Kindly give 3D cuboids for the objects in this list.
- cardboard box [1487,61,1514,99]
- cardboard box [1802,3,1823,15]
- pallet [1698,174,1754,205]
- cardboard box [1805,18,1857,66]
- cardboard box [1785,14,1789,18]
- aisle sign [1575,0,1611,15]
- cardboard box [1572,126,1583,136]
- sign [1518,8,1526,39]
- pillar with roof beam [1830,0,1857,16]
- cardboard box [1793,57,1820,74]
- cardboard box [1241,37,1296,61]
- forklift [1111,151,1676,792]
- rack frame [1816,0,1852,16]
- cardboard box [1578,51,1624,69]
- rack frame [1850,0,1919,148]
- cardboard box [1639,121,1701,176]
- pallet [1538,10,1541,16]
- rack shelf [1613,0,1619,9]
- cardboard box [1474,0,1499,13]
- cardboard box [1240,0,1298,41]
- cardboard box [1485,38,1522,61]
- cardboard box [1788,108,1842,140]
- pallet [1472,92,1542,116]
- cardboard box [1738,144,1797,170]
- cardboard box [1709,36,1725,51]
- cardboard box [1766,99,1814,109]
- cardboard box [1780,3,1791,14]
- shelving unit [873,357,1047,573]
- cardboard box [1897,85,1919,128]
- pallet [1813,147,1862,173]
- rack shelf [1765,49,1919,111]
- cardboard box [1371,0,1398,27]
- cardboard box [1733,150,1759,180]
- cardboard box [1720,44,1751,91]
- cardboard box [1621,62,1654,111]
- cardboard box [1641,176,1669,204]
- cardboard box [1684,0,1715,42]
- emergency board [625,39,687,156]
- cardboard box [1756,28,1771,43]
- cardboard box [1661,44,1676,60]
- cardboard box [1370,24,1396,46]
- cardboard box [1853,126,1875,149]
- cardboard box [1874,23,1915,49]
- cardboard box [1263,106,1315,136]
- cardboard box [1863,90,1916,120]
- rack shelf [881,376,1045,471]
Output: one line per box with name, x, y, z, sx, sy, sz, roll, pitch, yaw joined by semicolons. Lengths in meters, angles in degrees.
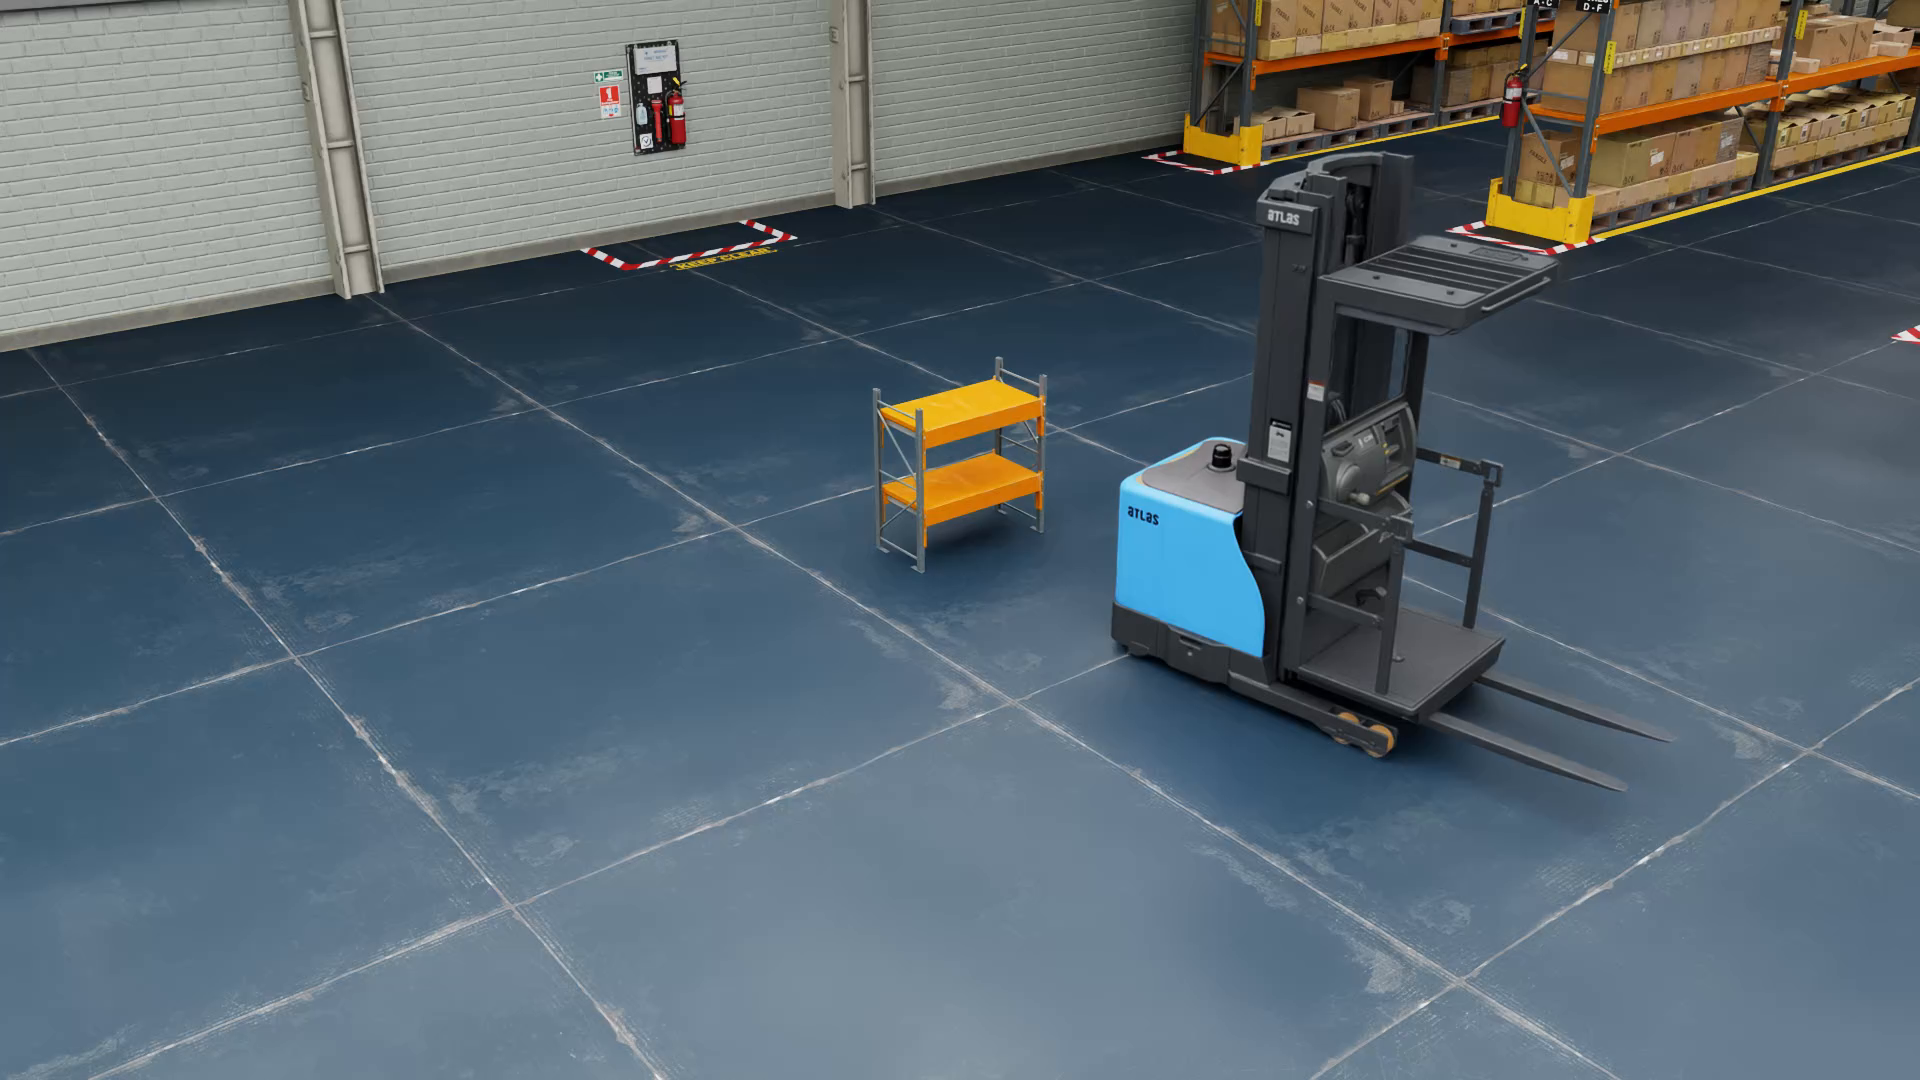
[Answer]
cardboard box;7.965;-7.051;25.327;0.500;0.500;0.700;-18;30;-33
cardboard box;15.358;-9.612;30.097;0.250;0.149;0.380;-17;30;-33
pallet;9.002;-4.421;20.526;1.213;0.211;1.003;-18;31;-34
cardboard box;11.077;-6.385;21.326;0.500;0.500;0.500;-18;30;-34
cardboard box;14.759;-9.217;30.017;0.500;0.500;0.700;-19;31;-36
aisle sign;6.643;-5.900;17.313;0.004;0.787;0.394;-18;31;-34
cardboard box;7.522;-4.626;19.531;0.500;0.500;0.500;-18;31;-34
sign;6.182;-5.656;18.217;0.005;0.325;0.100;-18;31;-34
pillar with roof beam;20.284;-12.919;28.397;0.400;9.000;9.100;-18;31;-34
cardboard box;10.477;-5.927;20.757;0.250;0.149;0.380;-18;31;-34
cardboard box;4.026;-6.442;21.723;0.500;0.250;0.500;-19;31;-35
forklift;2.329;-0.433;8.701;3.031;2.935;1.130;21;32;37
rack frame;16.037;-10.636;30.605;0.127;3.000;1.000;-18;31;-34
cardboard box;6.947;-5.210;18.024;0.250;0.149;0.380;-19;31;-34
rack frame;12.801;-6.918;22.593;0.127;3.000;1.000;-18;31;-34
cardboard box;8.247;-4.578;19.427;0.500;0.500;0.500;-18;31;-34
pallet;9.246;-8.251;25.692;1.003;0.211;1.213;-18;31;-34
rack shelf;8.080;-6.394;18.755;4.000;0.370;1.077;-18;31;-34
cardboard box;7.460;-8.028;24.342;0.500;0.500;0.700;-15;29;-29
cardboard box;4.007;-6.786;21.571;0.500;0.500;0.500;-18;31;-34
cardboard box;8.318;-7.497;25.397;0.500;0.250;0.500;-18;31;-34
cardboard box;10.936;-5.365;21.347;0.500;0.311;0.500;-19;31;-36
pallet;8.166;-6.775;25.598;1.213;0.211;1.003;-18;31;-34
cardboard box;10.124;-4.845;20.893;0.500;0.250;0.500;-19;31;-35
cardboard box;8.572;-5.748;19.182;0.250;0.149;0.380;-17;30;-33
cardboard box;10.993;-5.672;22.010;0.500;0.311;0.500;-19;31;-35
cardboard box;14.927;-9.674;30.231;0.250;0.149;0.380;-18;30;-34
shelving unit;0.005;-0.512;11.017;1.048;1.125;0.538;-18;31;-34
cardboard box;13.336;-6.007;23.077;0.500;0.500;0.500;-17;30;-32
pallet;11.170;-5.137;22.068;1.213;0.211;1.003;-18;31;-34
rack shelf;11.227;-6.072;21.625;4.000;0.370;1.077;-18;31;-34
cardboard box;5.620;-7.316;22.714;0.500;0.500;0.500;-19;31;-35
cardboard box;9.423;-4.629;20.429;0.500;0.250;0.500;-18;31;-34
cardboard box;8.897;-5.668;19.780;0.500;0.500;0.700;-19;31;-35
cardboard box;7.291;-5.140;18.644;0.500;0.500;0.700;-17;30;-33
cardboard box;7.850;-4.110;19.309;0.500;0.250;0.500;-18;31;-34
cardboard box;8.123;-6.004;18.964;0.500;0.500;0.700;-18;31;-34
emergency board;-3.226;-4.760;17.944;0.643;1.169;0.194;-18;31;-34
cardboard box;9.376;-6.013;19.754;0.250;0.149;0.380;-19;31;-35
cardboard box;7.759;-5.479;18.603;0.250;0.149;0.380;-19;31;-36
cardboard box;5.625;-6.974;22.868;0.500;0.250;0.500;-18;31;-34
cardboard box;11.737;-5.379;22.044;0.500;0.250;0.500;-17;30;-33
cardboard box;12.488;-6.798;22.439;0.500;0.311;0.500;-16;29;-31
cardboard box;4.495;-5.758;22.765;0.500;0.311;0.500;-15;29;-30
cardboard box;12.541;-5.898;22.496;0.500;0.311;0.500;-17;30;-33
rack shelf;0.005;-0.777;10.894;1.000;0.278;0.538;-18;31;-34
